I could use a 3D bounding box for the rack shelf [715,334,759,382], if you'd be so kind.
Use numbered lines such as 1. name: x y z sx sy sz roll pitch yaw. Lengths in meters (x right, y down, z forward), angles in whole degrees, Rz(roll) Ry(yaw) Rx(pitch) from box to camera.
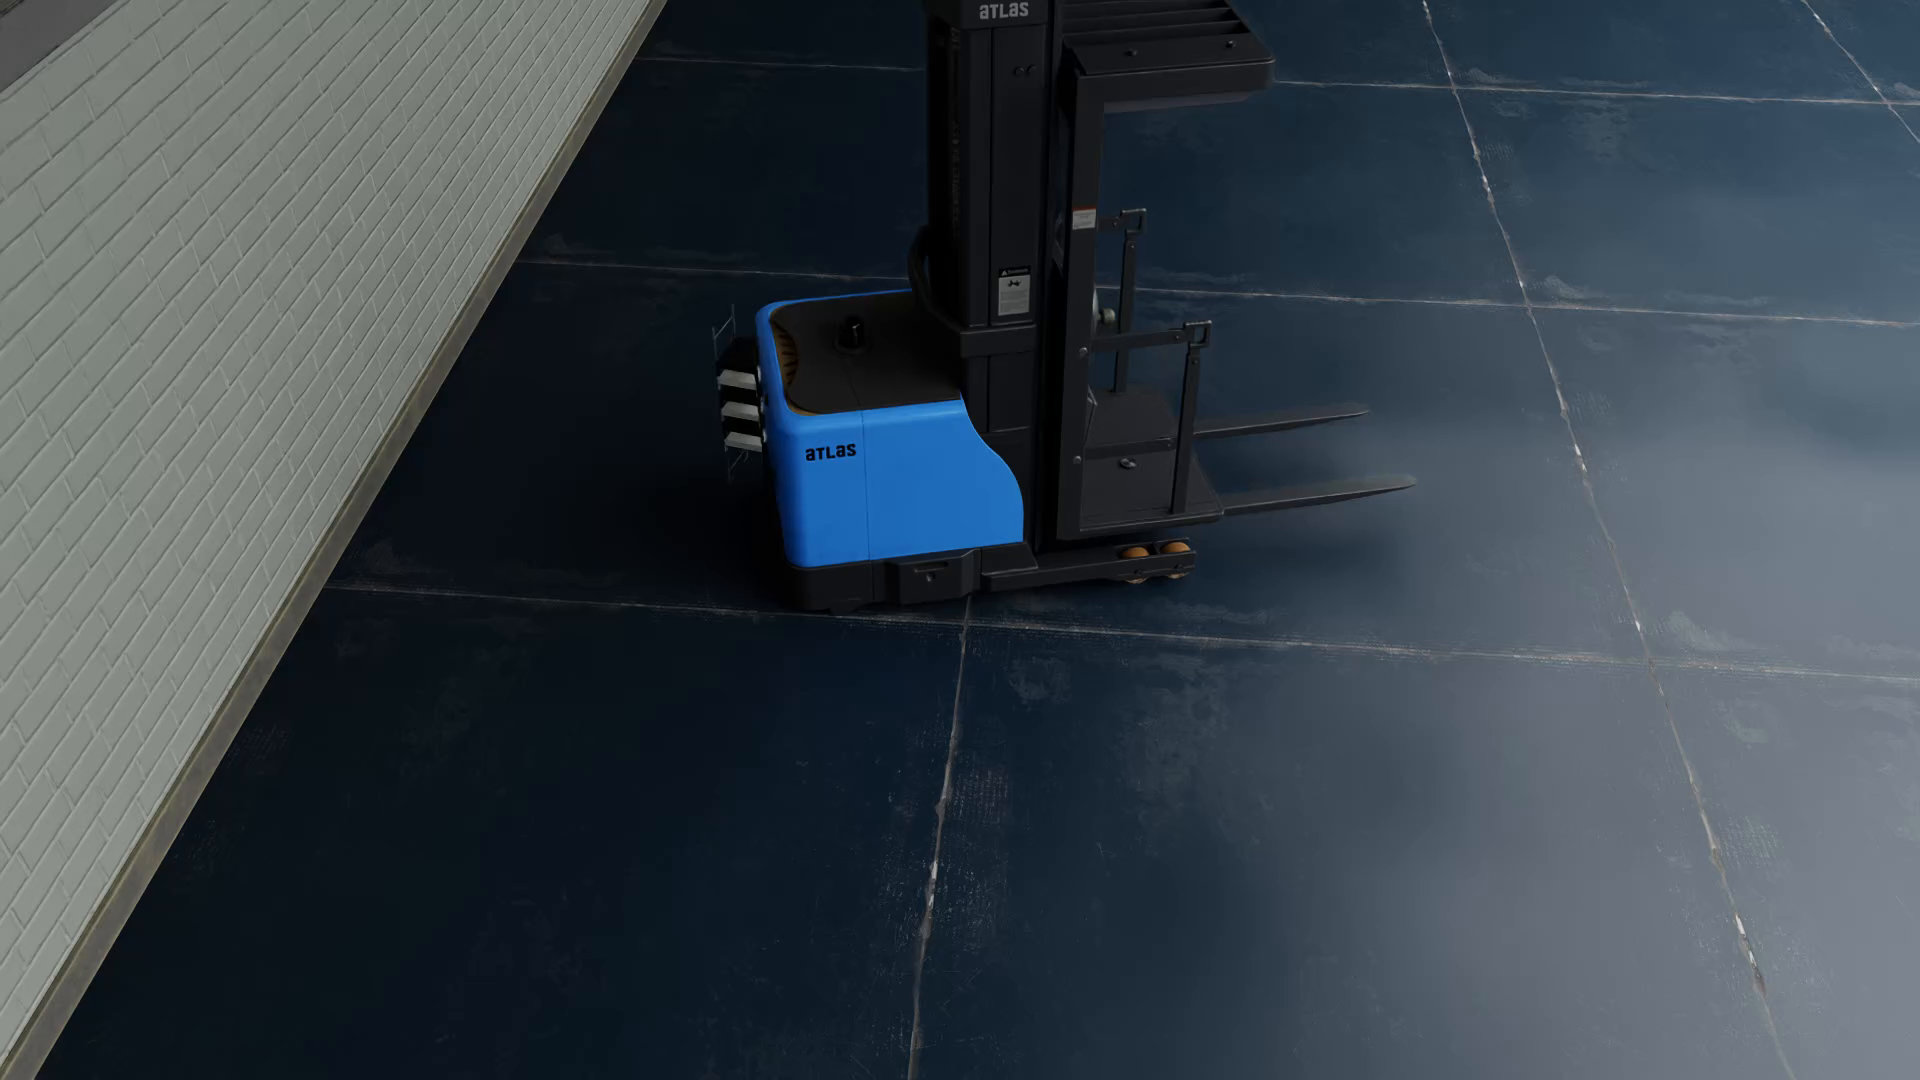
1. rack shelf: -1.016 -0.865 7.896 0.200 0.077 0.258 11 41 14

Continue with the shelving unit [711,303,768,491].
1. shelving unit: -1.016 -0.682 8.045 0.210 0.900 0.258 11 41 14

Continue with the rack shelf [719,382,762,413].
1. rack shelf: -1.016 -0.725 8.009 0.200 0.077 0.258 11 41 14

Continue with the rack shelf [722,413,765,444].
1. rack shelf: -1.016 -0.586 8.123 0.200 0.077 0.258 11 41 14

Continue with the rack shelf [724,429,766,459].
1. rack shelf: -1.016 -0.516 8.180 0.200 0.077 0.258 11 41 14

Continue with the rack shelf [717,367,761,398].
1. rack shelf: -1.016 -0.795 7.952 0.200 0.077 0.258 11 41 14

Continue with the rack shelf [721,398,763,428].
1. rack shelf: -1.016 -0.656 8.066 0.200 0.077 0.258 11 41 14

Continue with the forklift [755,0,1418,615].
1. forklift: 0.628 -1.260 7.147 3.031 2.935 1.130 -7 40 -8

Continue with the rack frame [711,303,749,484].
1. rack frame: -1.113 -0.701 8.069 0.006 0.900 0.240 11 41 14

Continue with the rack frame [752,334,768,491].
1. rack frame: -0.919 -0.662 8.021 0.006 0.900 0.240 11 41 14
